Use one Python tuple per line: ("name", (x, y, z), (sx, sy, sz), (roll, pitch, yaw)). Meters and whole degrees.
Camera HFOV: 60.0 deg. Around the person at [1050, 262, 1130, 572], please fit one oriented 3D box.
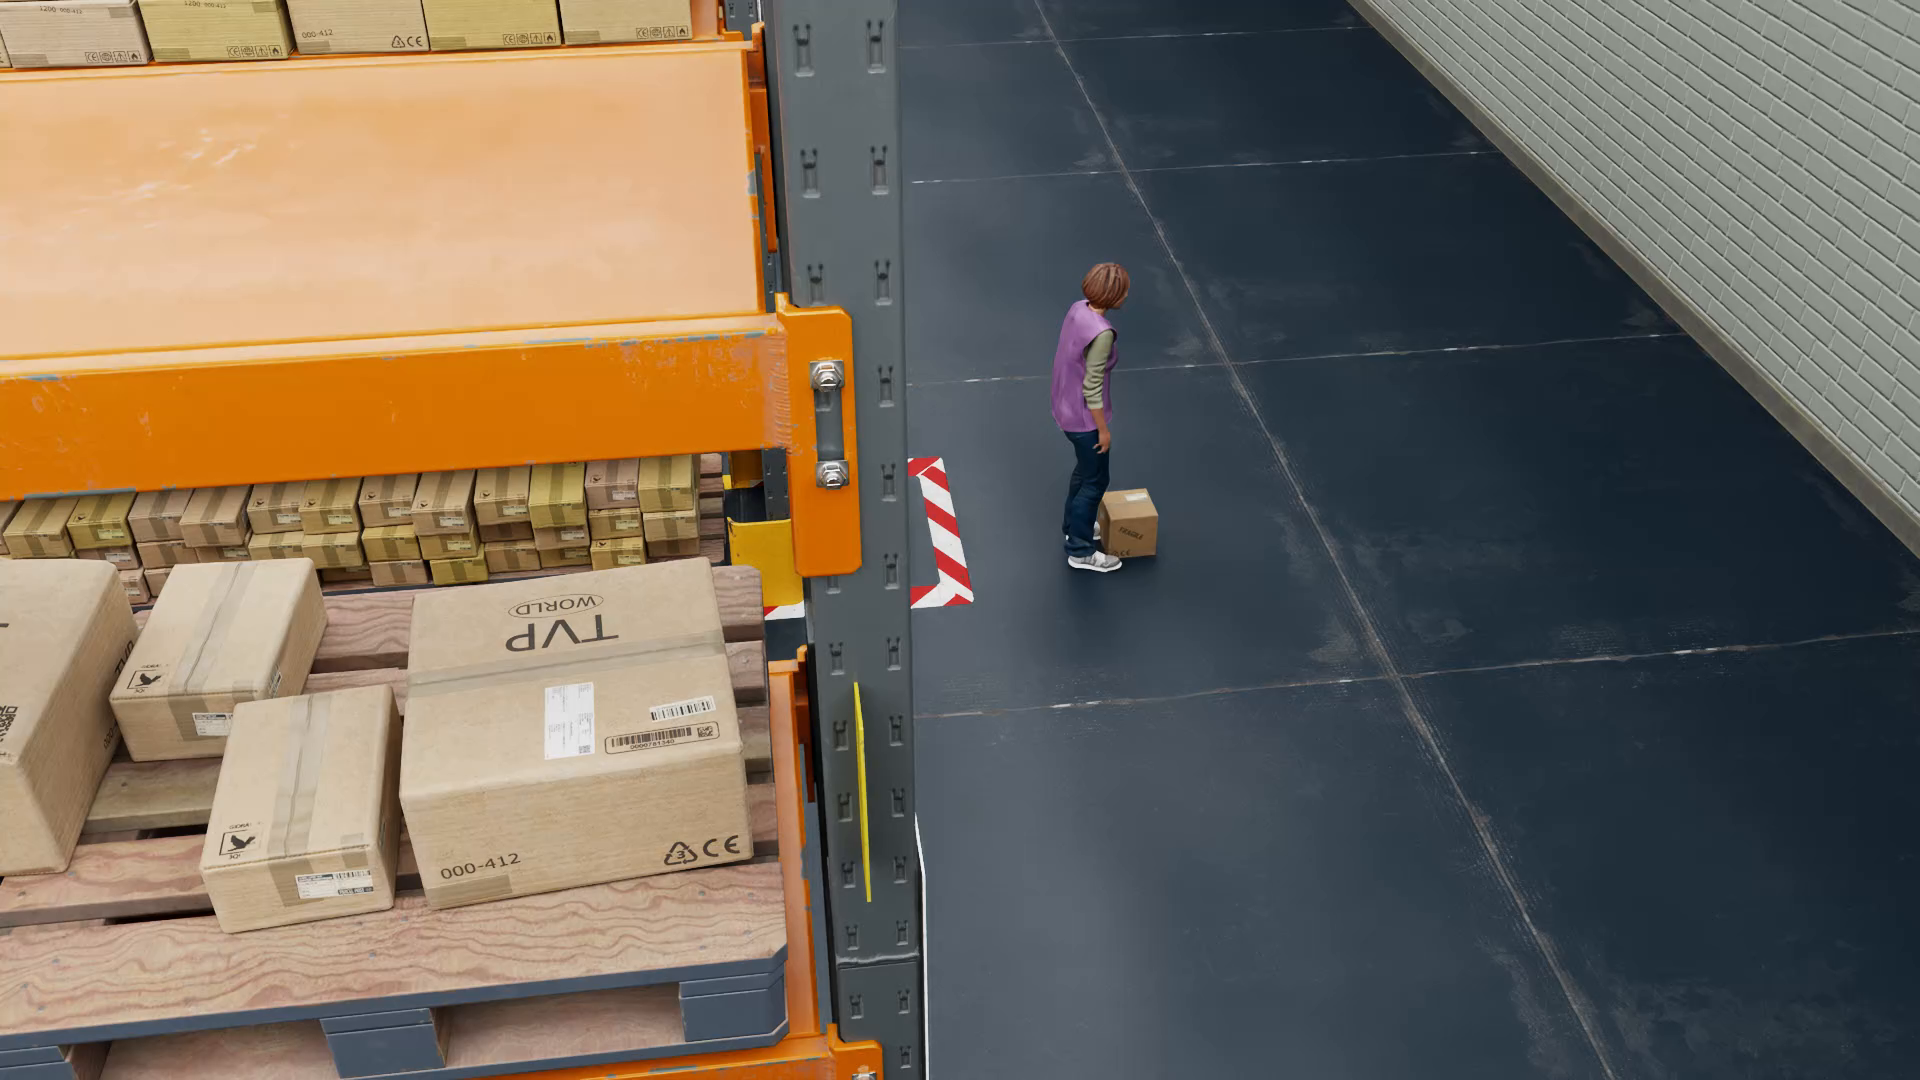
("person", (0.643, -0.609, 8.142), (0.377, 1.592, 0.476), (-6, 36, -9))
